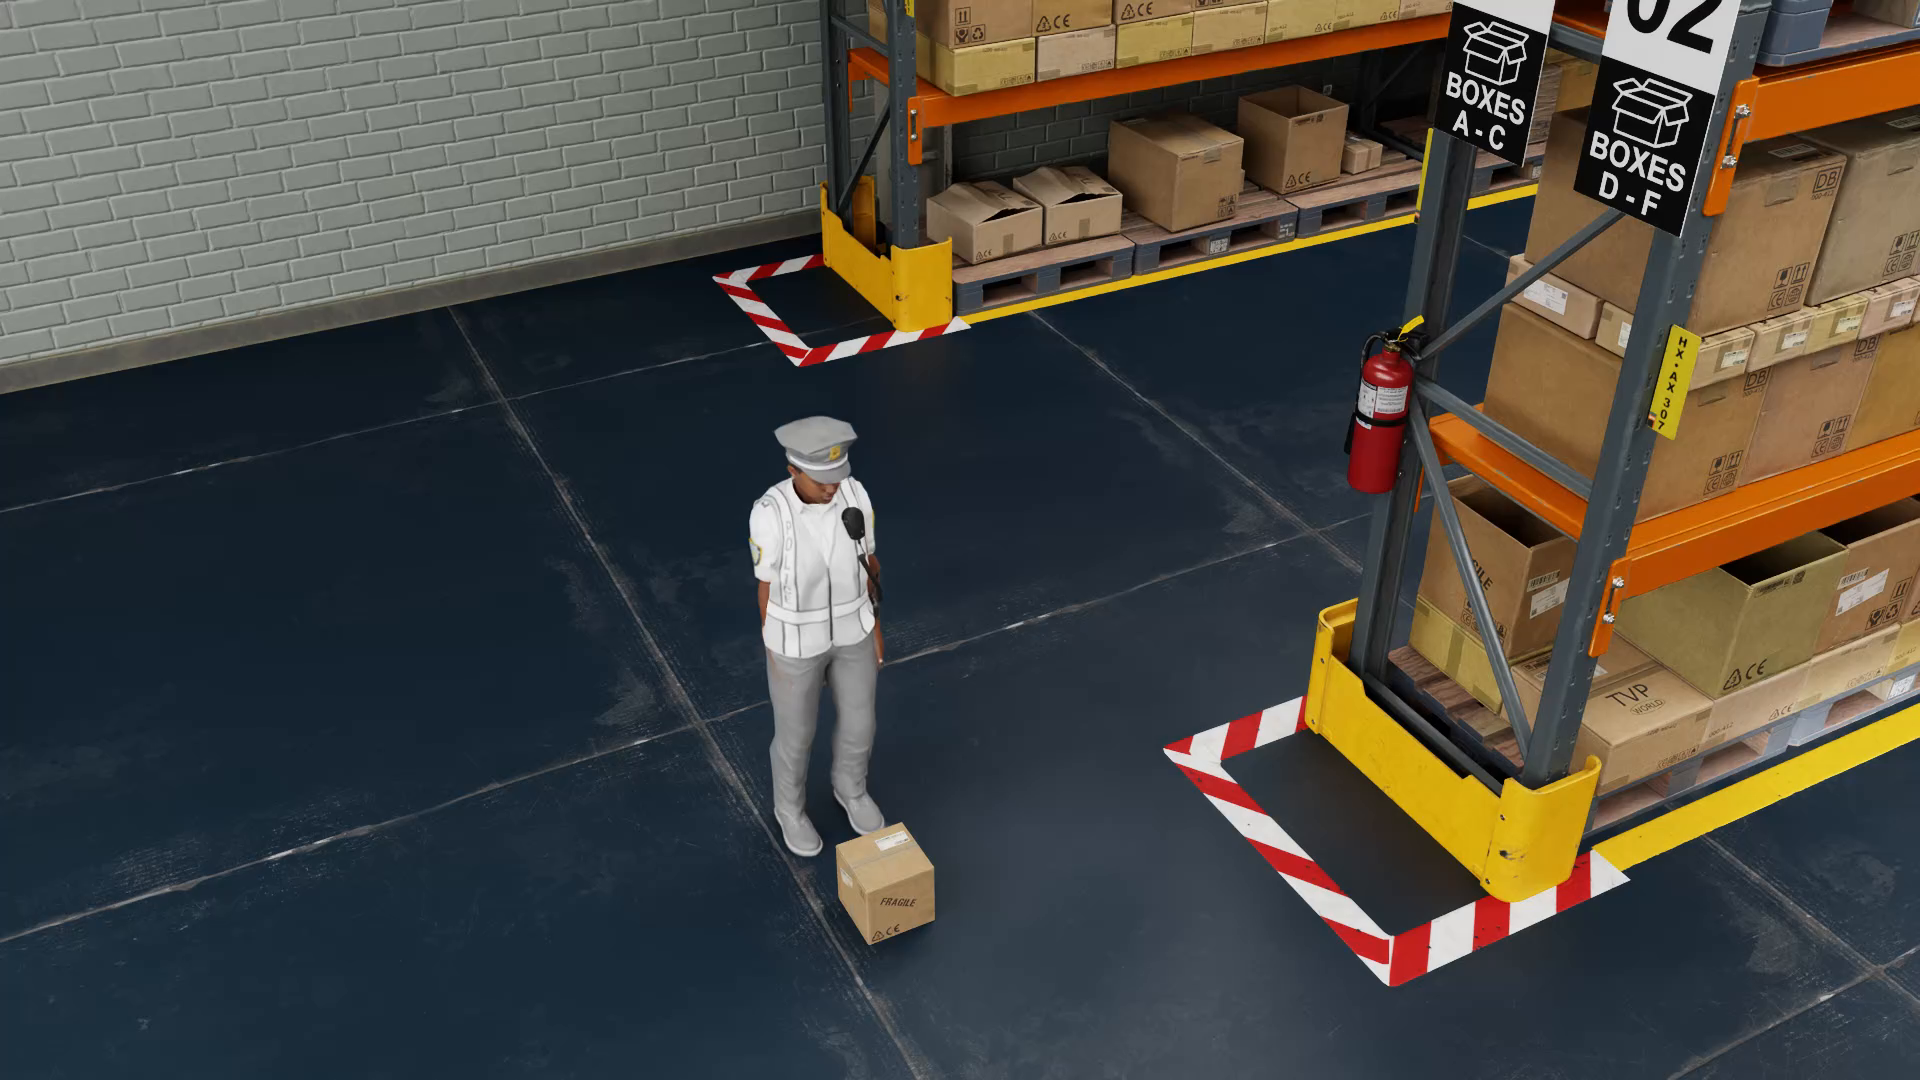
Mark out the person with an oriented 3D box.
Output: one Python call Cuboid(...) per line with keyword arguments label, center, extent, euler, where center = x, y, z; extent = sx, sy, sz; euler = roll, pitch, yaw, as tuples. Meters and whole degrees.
Cuboid(label="person", center=(-0.459, 0.337, 5.636), extent=(0.438, 1.658, 0.340), euler=(-15, 36, -22))
